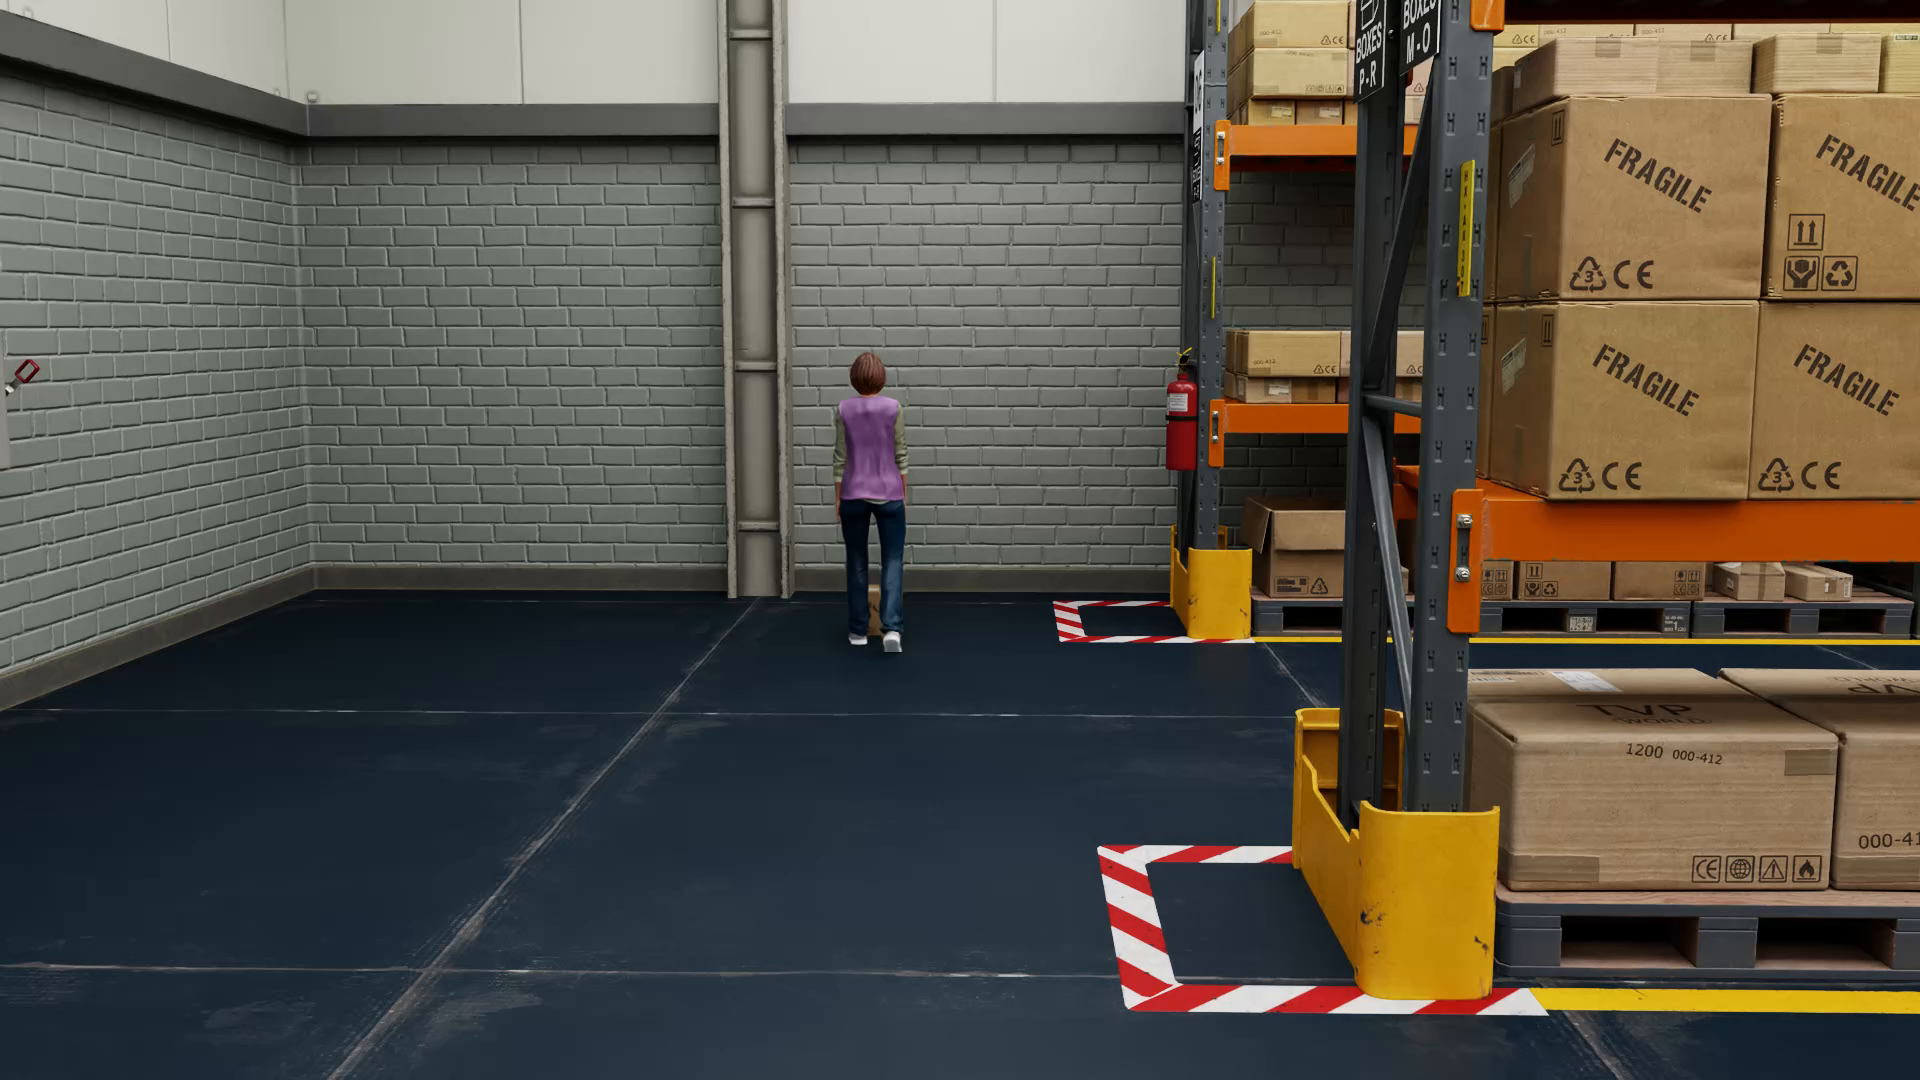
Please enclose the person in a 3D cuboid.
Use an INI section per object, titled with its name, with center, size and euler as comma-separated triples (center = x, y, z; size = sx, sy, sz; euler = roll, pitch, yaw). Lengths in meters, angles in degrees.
[person]
center = -0.484, -0.177, 8.920
size = 0.407, 1.655, 0.398
euler = 0, 7, 3
